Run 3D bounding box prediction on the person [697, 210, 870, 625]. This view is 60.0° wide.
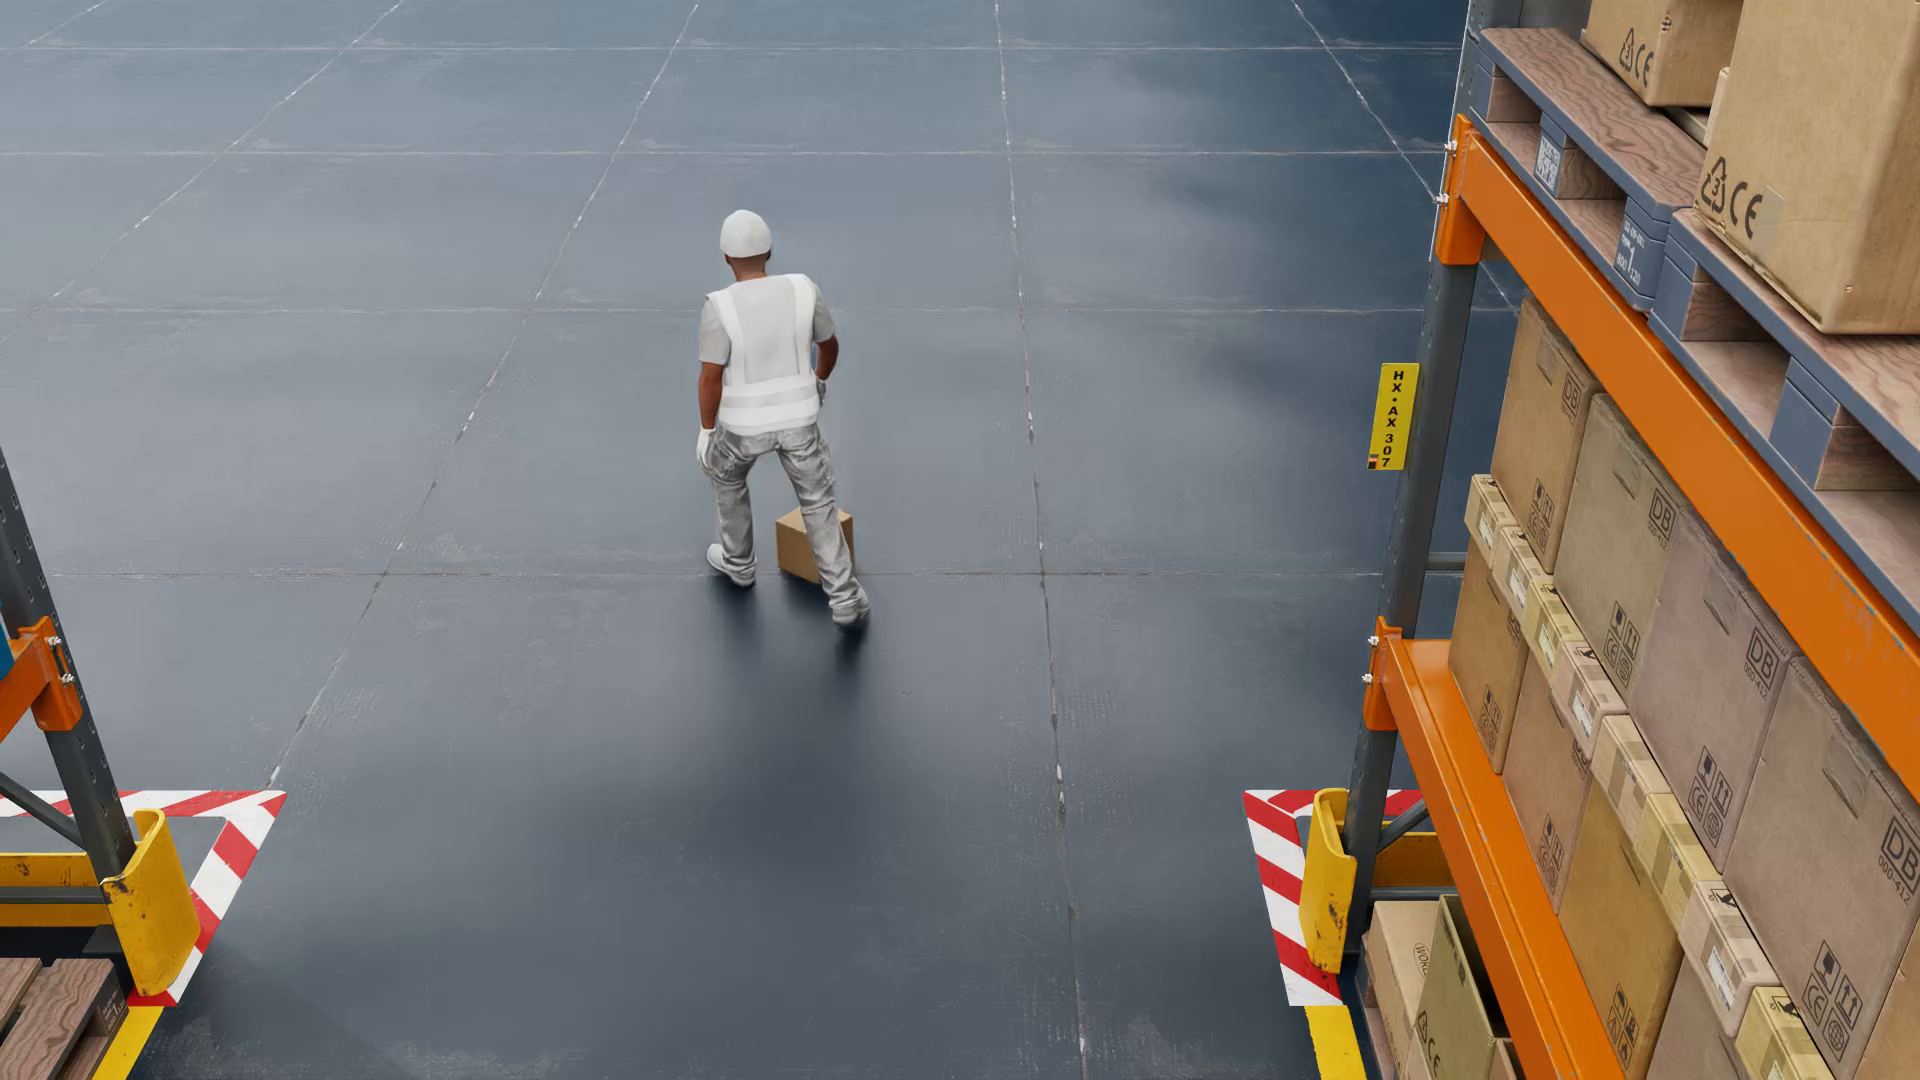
[{"bbox_3d":[-0.775,-0.478,6.926,0.668,1.724,0.867,-11,33,-17],"label":"person"}]
